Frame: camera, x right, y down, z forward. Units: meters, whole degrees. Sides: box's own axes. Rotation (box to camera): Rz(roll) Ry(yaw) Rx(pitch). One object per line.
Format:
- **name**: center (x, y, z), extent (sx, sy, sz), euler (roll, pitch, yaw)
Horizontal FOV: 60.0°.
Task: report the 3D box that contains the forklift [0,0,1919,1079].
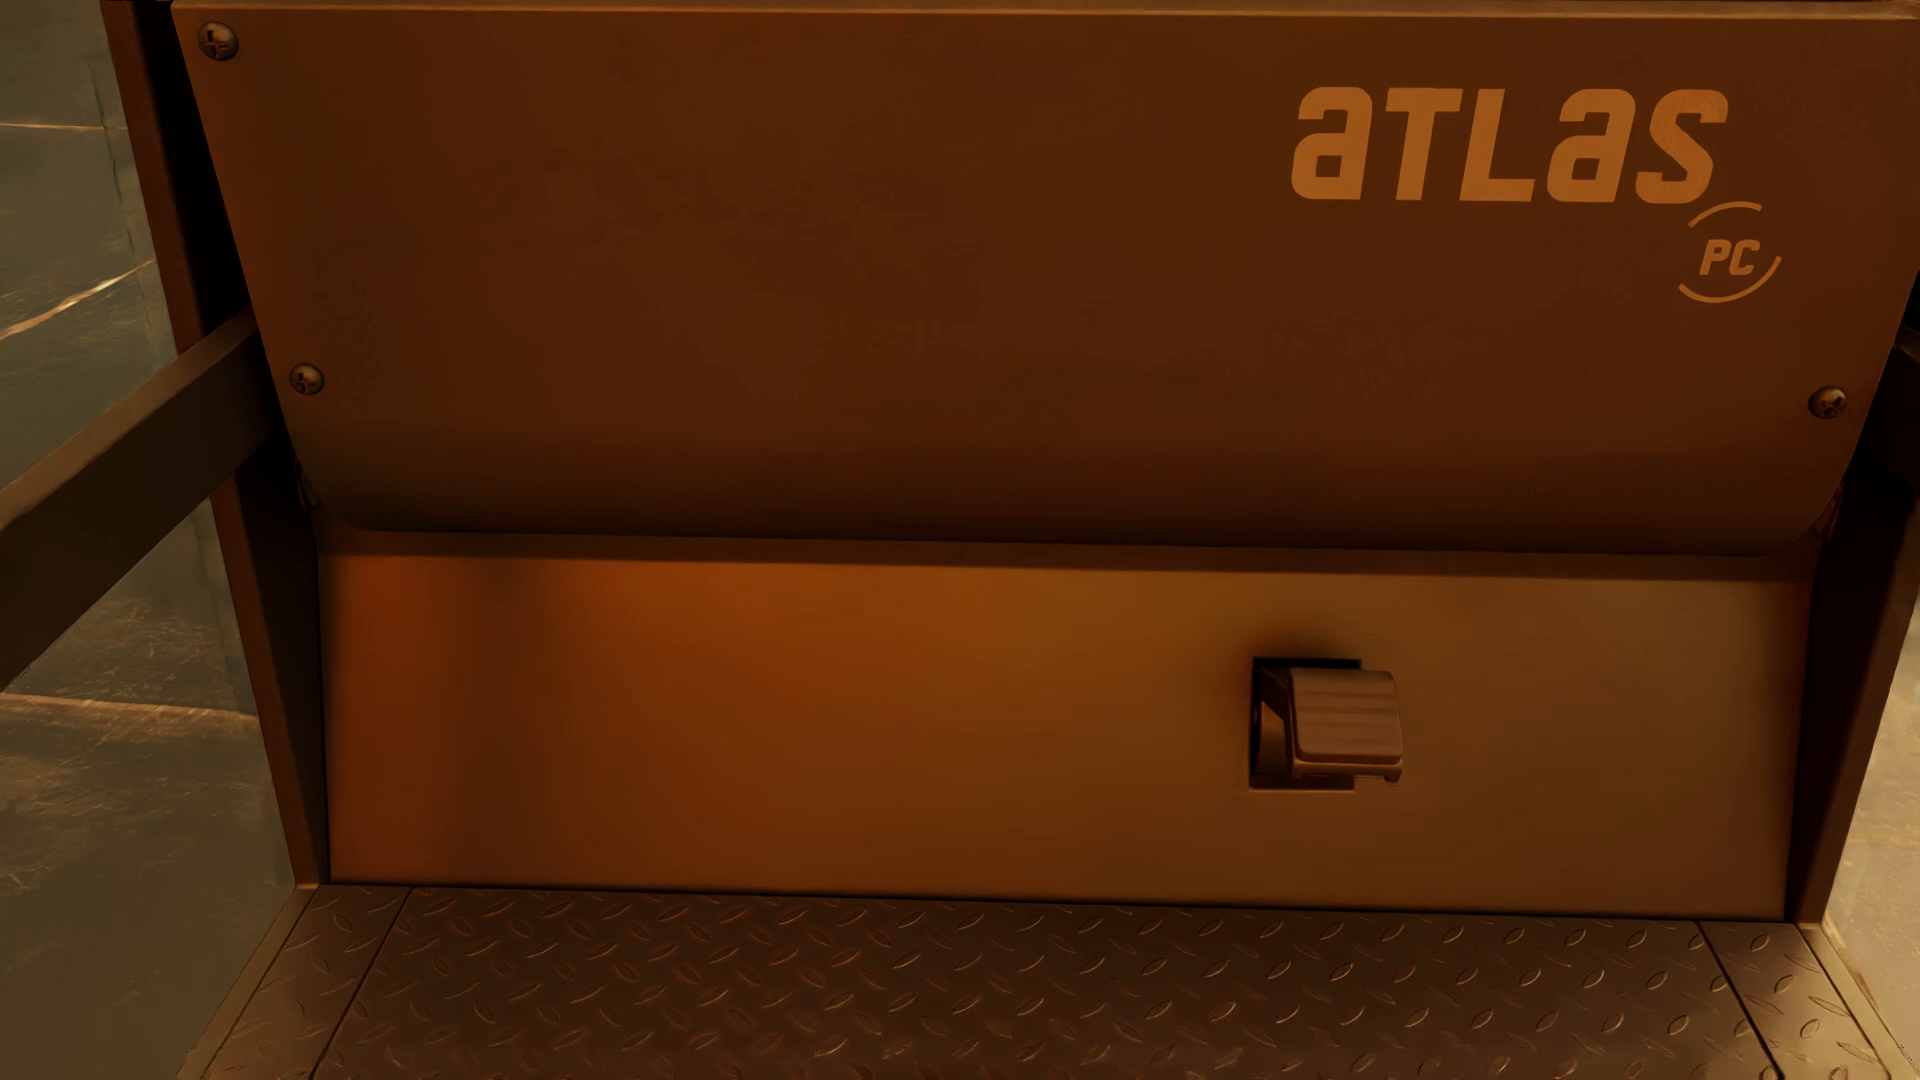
- **forklift**: center (0.052, -0.642, 0.504), extent (1.130, 2.935, 3.031), euler (1, 27, 2)
